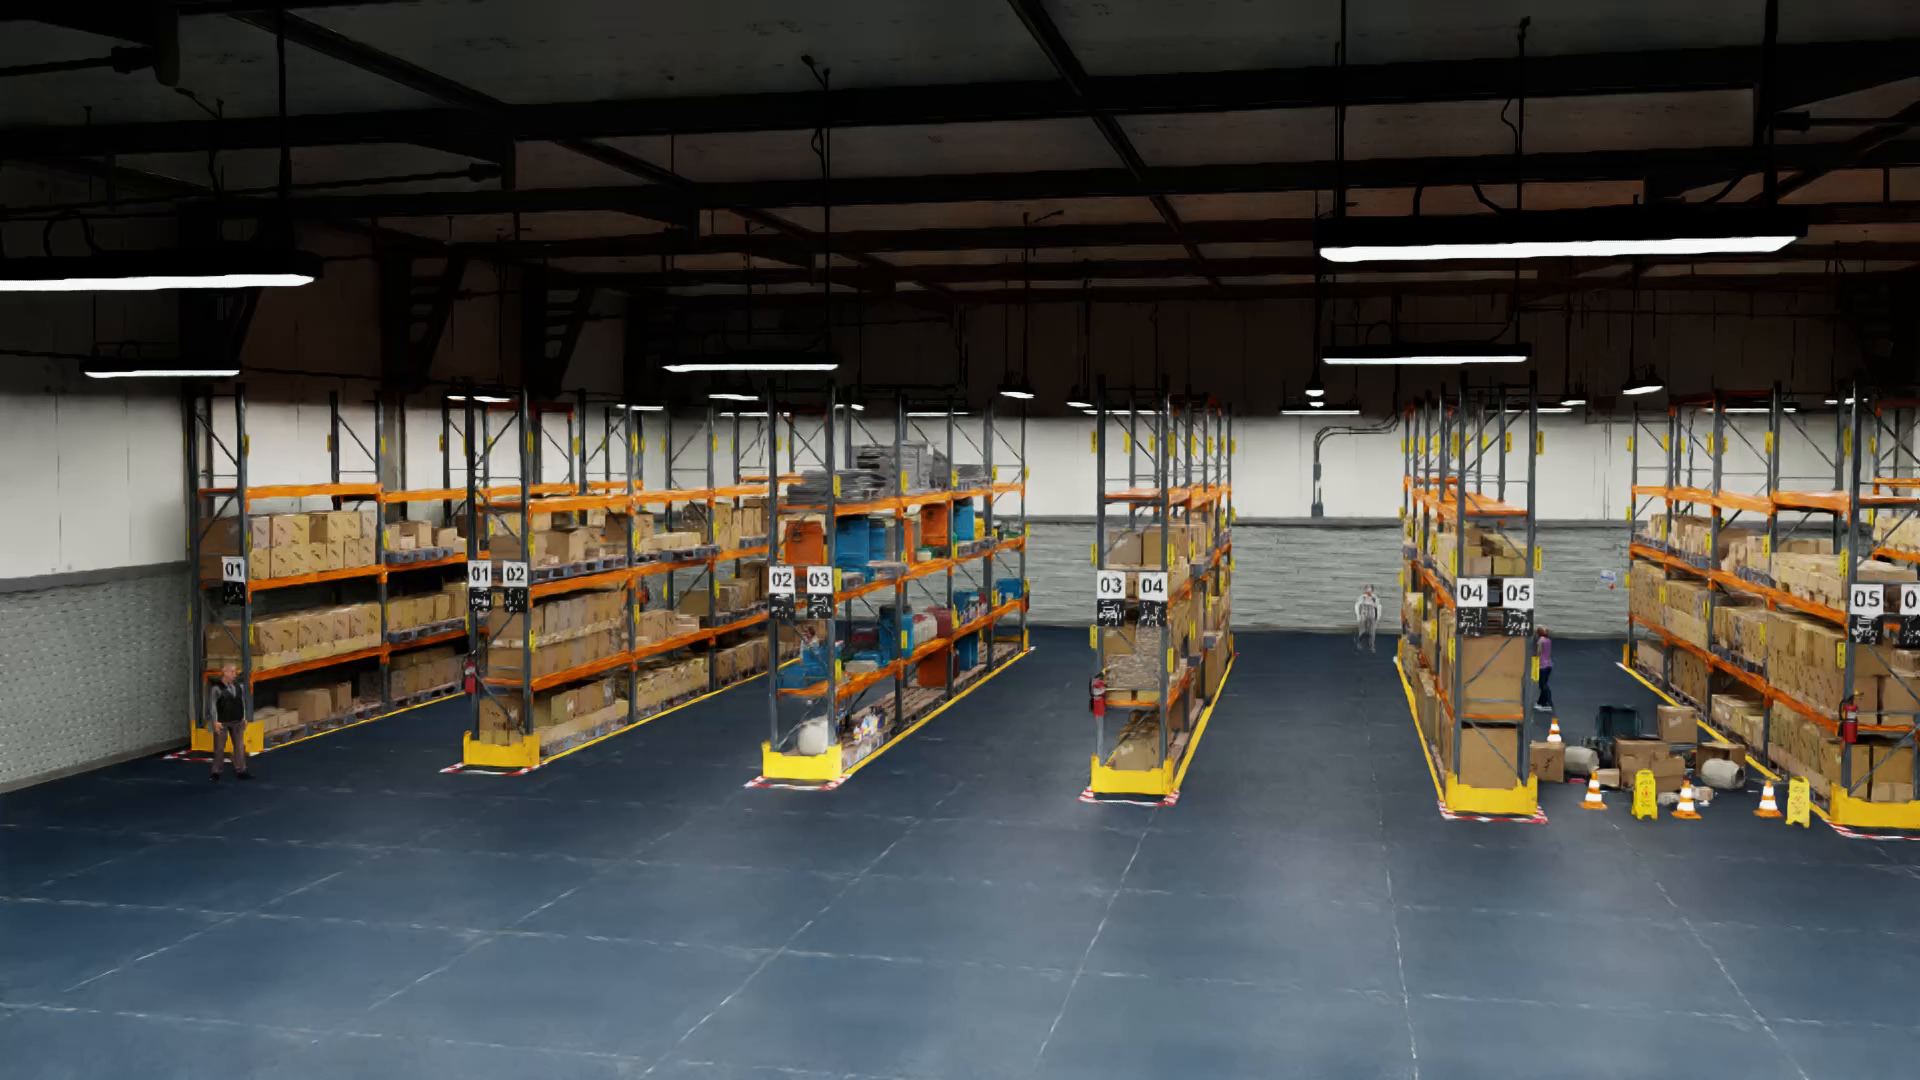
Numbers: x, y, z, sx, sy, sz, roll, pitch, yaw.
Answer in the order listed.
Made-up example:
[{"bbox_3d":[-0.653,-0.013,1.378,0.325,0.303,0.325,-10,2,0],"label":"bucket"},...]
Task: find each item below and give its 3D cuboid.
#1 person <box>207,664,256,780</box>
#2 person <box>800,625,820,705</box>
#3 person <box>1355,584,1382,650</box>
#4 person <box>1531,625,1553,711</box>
[{"bbox_3d":[-10.918,2.715,24.803,0.464,1.726,0.617,2,4,37],"label":"person"},{"bbox_3d":[-2.890,2.393,32.118,0.417,1.517,1.037,1,3,15],"label":"person"},{"bbox_3d":[9.947,1.878,40.529,0.639,1.632,0.506,1,3,12],"label":"person"},{"bbox_3d":[10.947,2.403,31.285,0.527,1.592,0.522,3,5,45],"label":"person"}]
